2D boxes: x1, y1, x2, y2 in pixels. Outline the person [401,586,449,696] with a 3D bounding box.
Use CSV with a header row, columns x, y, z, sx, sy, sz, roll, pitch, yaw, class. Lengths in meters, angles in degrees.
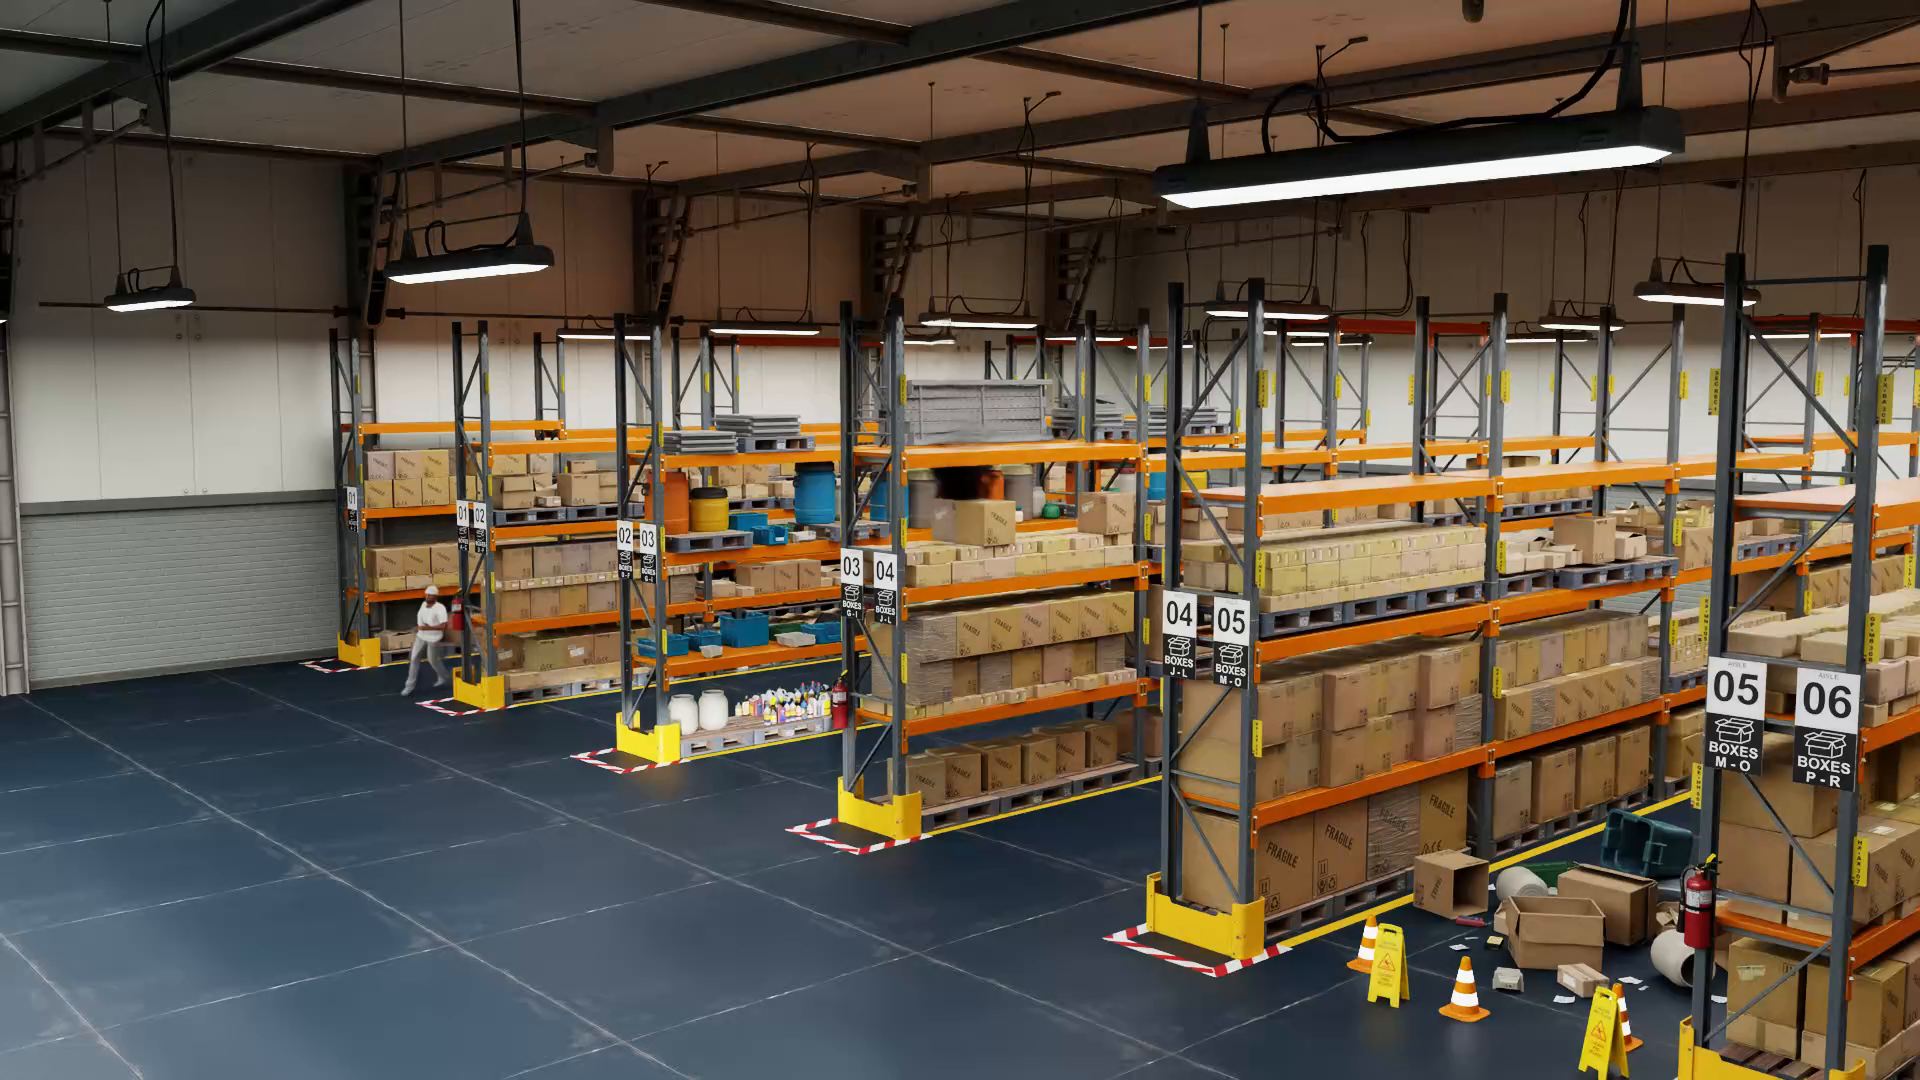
x,y,z,sx,sy,sz,roll,pitch,yaw,class
-8.612,1.611,27.083,0.717,1.759,0.934,3,6,25,person
